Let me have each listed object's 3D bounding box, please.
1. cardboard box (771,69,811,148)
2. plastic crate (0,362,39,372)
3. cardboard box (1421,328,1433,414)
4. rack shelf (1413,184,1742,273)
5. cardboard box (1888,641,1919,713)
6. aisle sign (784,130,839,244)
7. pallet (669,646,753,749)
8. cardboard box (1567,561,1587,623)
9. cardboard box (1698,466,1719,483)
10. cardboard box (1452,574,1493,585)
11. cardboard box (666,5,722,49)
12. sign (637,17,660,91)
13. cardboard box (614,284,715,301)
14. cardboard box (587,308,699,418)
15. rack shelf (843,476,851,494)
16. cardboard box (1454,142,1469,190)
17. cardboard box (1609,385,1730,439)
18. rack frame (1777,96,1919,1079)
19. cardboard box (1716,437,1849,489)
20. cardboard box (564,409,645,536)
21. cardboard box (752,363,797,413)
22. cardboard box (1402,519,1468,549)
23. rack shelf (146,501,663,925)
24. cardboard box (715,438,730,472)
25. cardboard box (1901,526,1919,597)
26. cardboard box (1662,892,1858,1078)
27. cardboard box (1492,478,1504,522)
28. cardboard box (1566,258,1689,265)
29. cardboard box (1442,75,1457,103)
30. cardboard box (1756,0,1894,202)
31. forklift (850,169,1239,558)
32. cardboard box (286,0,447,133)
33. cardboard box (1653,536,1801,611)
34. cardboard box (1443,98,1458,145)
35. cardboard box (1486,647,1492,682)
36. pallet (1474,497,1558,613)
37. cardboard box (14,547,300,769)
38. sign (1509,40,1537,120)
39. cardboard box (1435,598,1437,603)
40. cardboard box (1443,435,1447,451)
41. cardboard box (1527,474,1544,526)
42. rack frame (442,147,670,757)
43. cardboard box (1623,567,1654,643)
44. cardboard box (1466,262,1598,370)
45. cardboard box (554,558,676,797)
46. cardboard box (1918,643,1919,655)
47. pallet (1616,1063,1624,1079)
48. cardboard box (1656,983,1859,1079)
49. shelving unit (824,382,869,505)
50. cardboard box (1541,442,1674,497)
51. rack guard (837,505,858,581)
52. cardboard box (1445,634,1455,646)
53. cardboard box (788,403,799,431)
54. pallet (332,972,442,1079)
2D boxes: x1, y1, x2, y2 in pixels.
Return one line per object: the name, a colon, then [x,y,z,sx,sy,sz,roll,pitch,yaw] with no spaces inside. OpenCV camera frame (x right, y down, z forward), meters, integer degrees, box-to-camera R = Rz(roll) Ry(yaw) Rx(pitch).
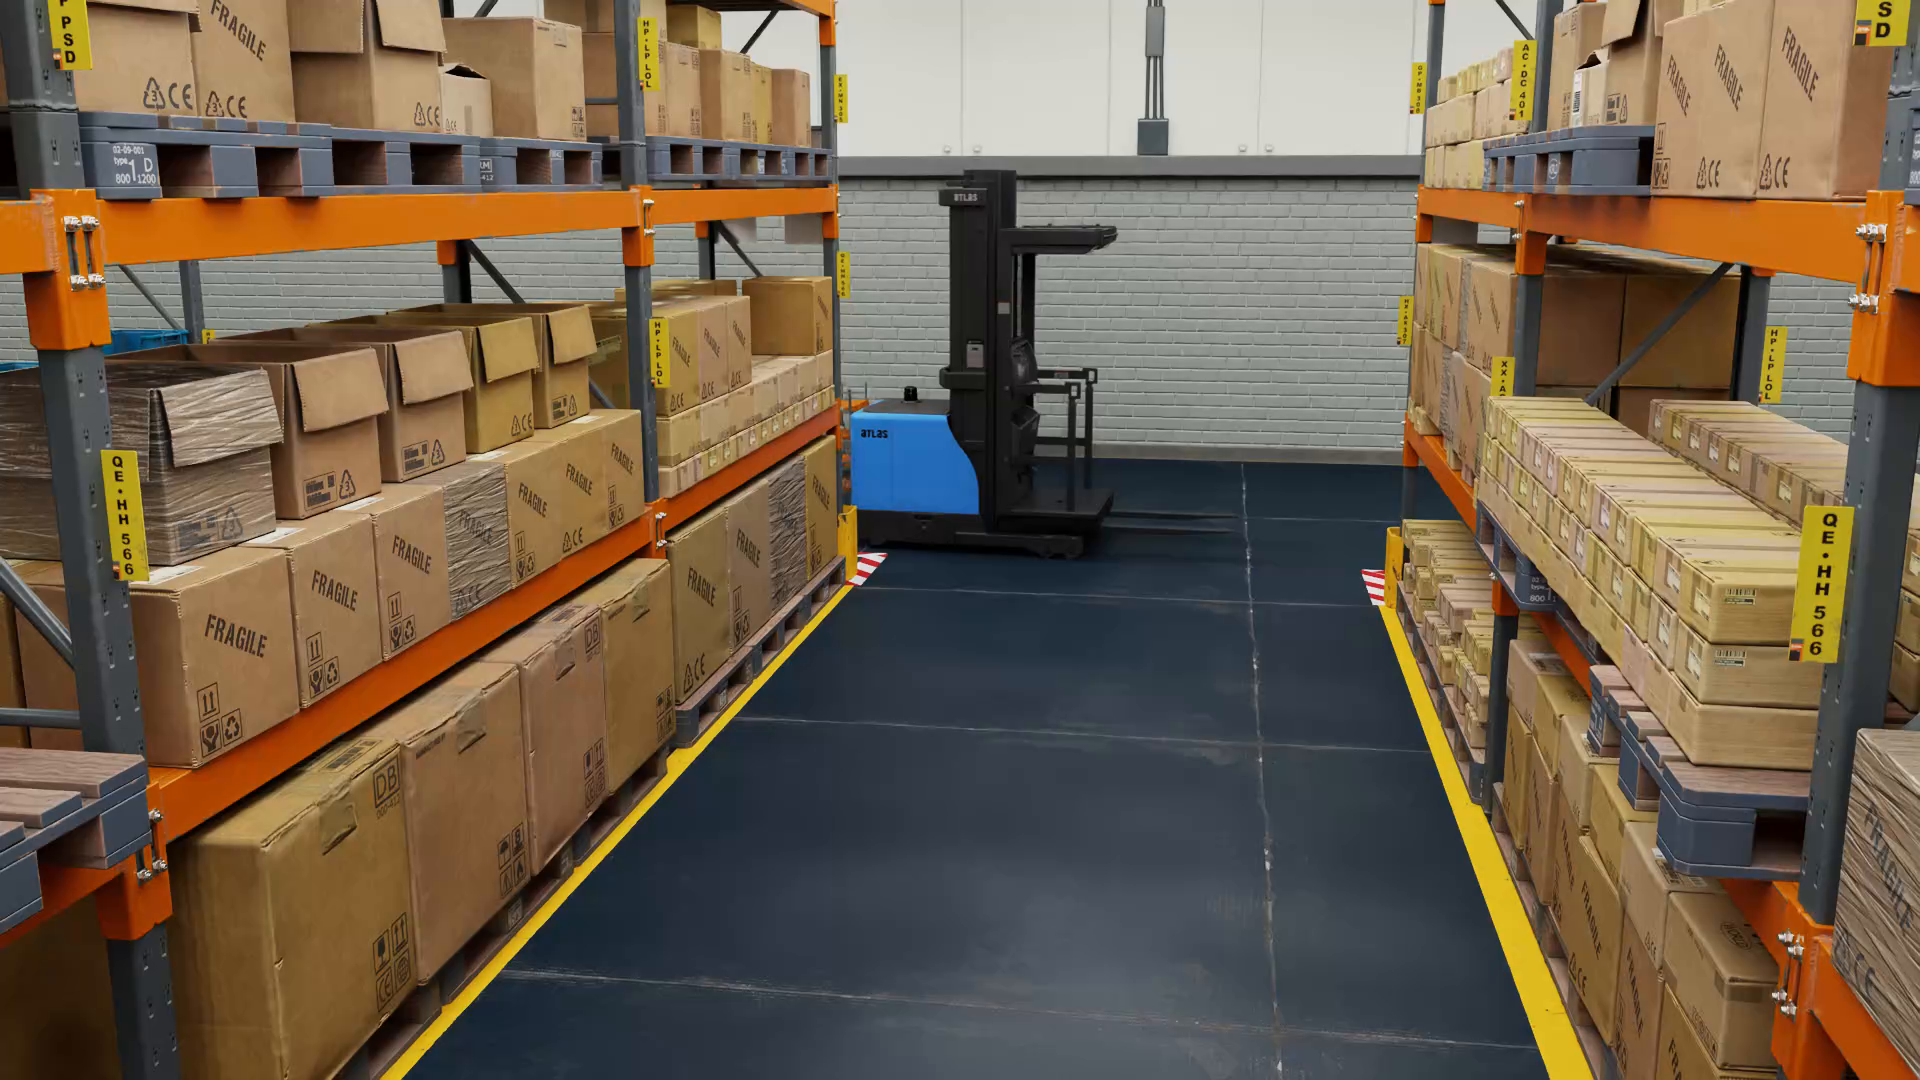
cardboard box: [-1.388,-2.872,11.106,0.700,0.500,0.500,1,12,5]
plastic crate: [-6.719,-1.142,11.929,0.416,0.233,0.300,2,12,9]
cardboard box: [3.126,-1.028,10.200,0.500,0.500,0.500,2,12,9]
rack shelf: [3.217,-1.729,8.983,1.077,0.370,4.000,2,12,9]
cardboard box: [2.645,0.354,4.331,0.380,0.149,0.250,3,12,11]
aisle sign: [-1.053,-2.488,11.749,0.394,0.787,0.004,2,12,9]
pallet: [-1.782,0.828,9.151,1.003,0.211,1.213,2,12,9]
cardboard box: [2.119,0.168,5.193,0.380,0.149,0.250,2,12,10]
cardboard box: [2.926,-0.173,6.069,0.380,0.149,0.250,1,12,7]
cardboard box: [2.982,0.295,9.362,0.380,0.149,0.250,2,12,9]
cardboard box: [-1.681,-2.928,9.588,0.500,0.250,0.500,1,12,7]
sign: [-1.438,-2.237,7.659,0.100,0.325,0.005,2,12,9]
cardboard box: [-1.852,-1.348,10.496,0.500,0.500,0.500,2,12,7]
cardboard box: [-1.649,-0.910,8.464,0.500,0.500,0.500,2,12,9]
rack shelf: [-0.914,-0.413,13.803,0.258,0.148,0.480,1,12,13]
cardboard box: [2.961,-2.014,8.955,0.500,0.250,0.500,2,12,8]
cardboard box: [3.235,-0.487,7.690,0.500,0.500,0.500,2,12,8]
rack frame: [2.294,0.635,3.427,1.000,3.000,0.127,2,12,9]
cardboard box: [2.877,-0.266,5.794,0.380,0.149,0.250,1,12,7]
cardboard box: [-1.778,-0.322,7.631,0.500,0.500,0.500,2,12,9]
cardboard box: [-1.330,-0.963,10.493,0.500,0.250,0.500,1,12,7]
cardboard box: [3.109,-0.035,10.893,0.380,0.149,0.250,1,12,6]
rack shelf: [-2.283,0.388,6.278,1.077,0.370,4.000,2,12,9]
cardboard box: [-1.483,-0.472,9.159,0.380,0.149,0.250,2,12,7]
cardboard box: [2.638,0.065,4.260,0.380,0.149,0.250,2,12,8]
cardboard box: [2.141,1.134,4.267,0.500,0.250,0.500,2,12,7]
cardboard box: [2.358,-0.155,6.693,0.380,0.149,0.250,2,12,10]
cardboard box: [3.393,-1.179,8.528,0.500,0.500,0.500,2,12,10]
cardboard box: [3.041,-2.646,9.752,0.380,0.149,0.250,2,12,9]
cardboard box: [2.131,-1.007,3.691,0.500,0.500,0.500,2,12,9]
forklift: [0.695,-1.414,13.095,3.031,2.935,1.130,3,12,12]
cardboard box: [-2.298,-1.695,5.876,0.797,0.503,0.637,2,12,8]
cardboard box: [1.958,0.093,4.131,0.380,0.149,0.250,2,12,8]
cardboard box: [3.032,-2.371,9.426,0.500,0.250,0.500,2,12,9]
cardboard box: [2.707,0.617,7.867,0.380,0.149,0.250,2,12,10]
pallet: [2.648,0.050,6.595,1.003,0.211,1.213,2,12,9]
cardboard box: [-2.247,0.312,4.689,0.500,0.500,0.500,2,12,10]
sign: [2.372,-1.933,6.995,0.100,0.325,0.005,2,12,9]
cardboard box: [3.049,0.330,9.904,0.380,0.149,0.250,1,12,6]
cardboard box: [3.022,-0.578,9.650,0.380,0.149,0.250,2,12,8]
cardboard box: [2.239,-0.140,5.918,0.380,0.149,0.250,2,12,11]
rack frame: [-1.976,-0.380,8.134,1.000,3.000,0.127,2,12,9]
cardboard box: [1.998,0.179,4.437,0.380,0.149,0.250,2,12,10]
cardboard box: [2.789,-1.095,8.139,0.500,0.500,0.500,1,12,7]
cardboard box: [-2.054,0.588,7.693,1.225,0.875,0.875,2,12,9]
cardboard box: [2.607,0.256,4.077,0.380,0.149,0.250,2,12,11]
pallet: [2.416,1.835,4.476,1.003,0.211,1.213,2,12,9]
cardboard box: [2.137,1.506,4.321,0.500,0.500,0.500,2,12,8]
shelving unit: [-0.923,-0.674,13.749,0.258,1.200,0.503,1,12,13]
cardboard box: [2.197,-0.235,5.650,0.380,0.149,0.250,2,12,11]
rack guard: [-1.357,0.005,12.285,1.175,0.500,0.348,2,12,9]
cardboard box: [2.899,0.630,9.219,0.380,0.149,0.250,2,12,10]
cardboard box: [-1.246,-0.792,10.644,0.380,0.149,0.250,2,12,7]
pallet: [-2.395,1.655,5.315,1.003,0.211,1.213,2,12,9]
